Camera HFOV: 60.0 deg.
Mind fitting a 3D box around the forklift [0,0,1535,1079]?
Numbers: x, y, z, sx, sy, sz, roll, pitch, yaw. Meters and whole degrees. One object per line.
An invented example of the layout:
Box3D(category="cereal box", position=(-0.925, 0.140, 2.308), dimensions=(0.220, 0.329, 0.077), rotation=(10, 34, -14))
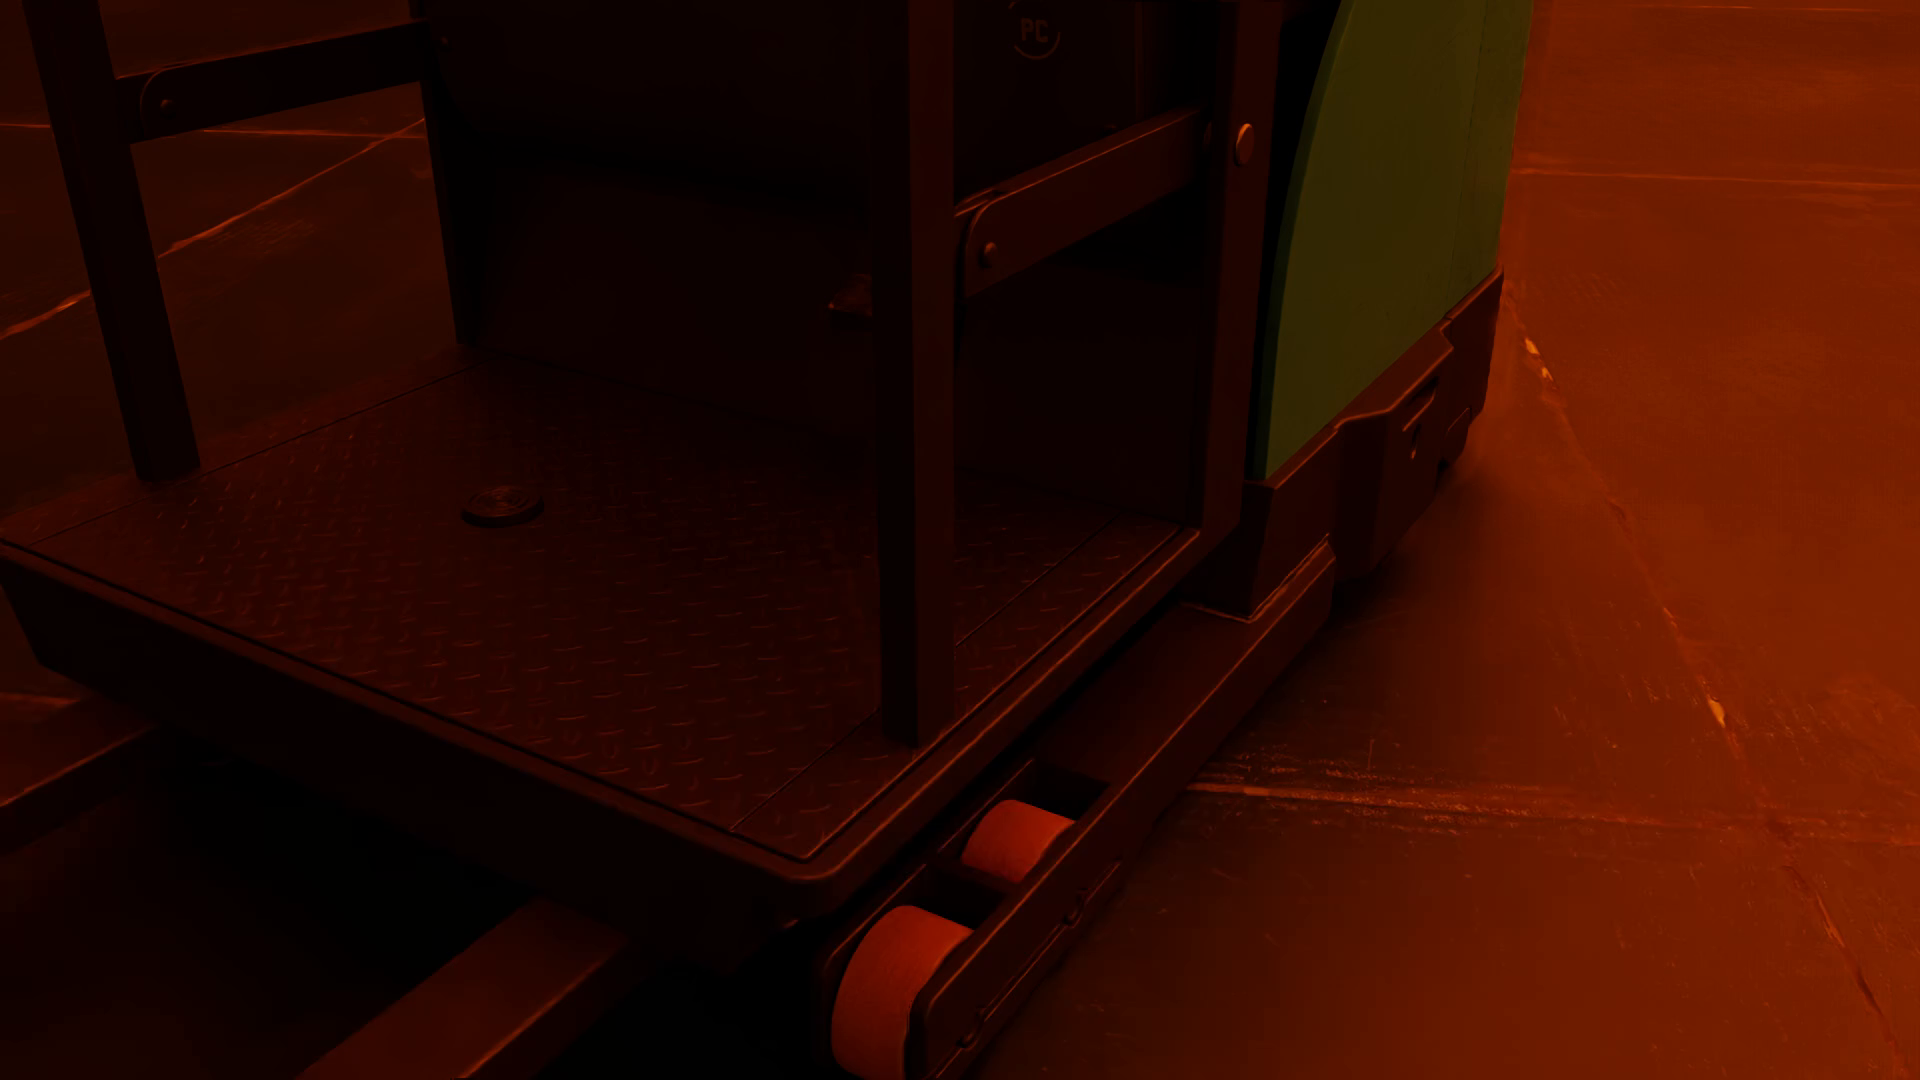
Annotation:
Box3D(category="forklift", position=(-0.317, -1.049, 1.319), dimensions=(1.130, 2.935, 3.031), rotation=(15, 30, 28))
